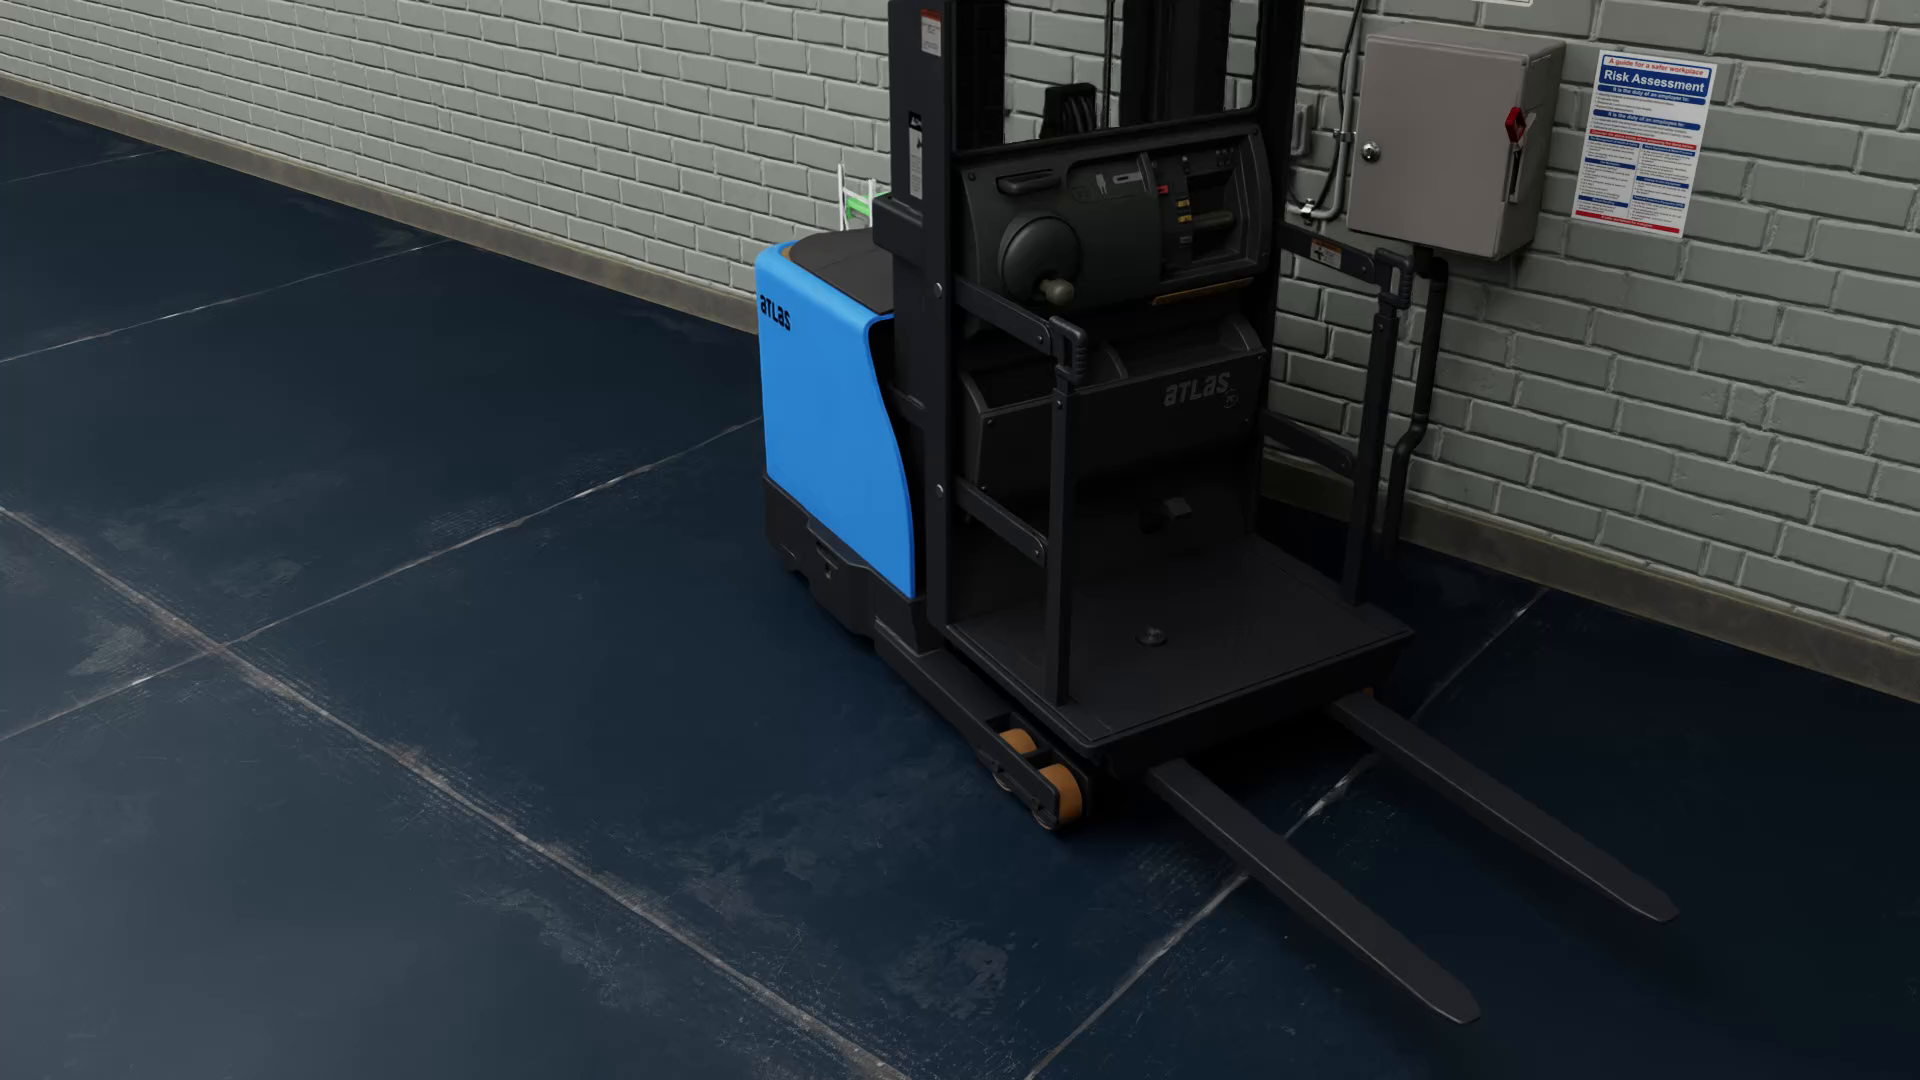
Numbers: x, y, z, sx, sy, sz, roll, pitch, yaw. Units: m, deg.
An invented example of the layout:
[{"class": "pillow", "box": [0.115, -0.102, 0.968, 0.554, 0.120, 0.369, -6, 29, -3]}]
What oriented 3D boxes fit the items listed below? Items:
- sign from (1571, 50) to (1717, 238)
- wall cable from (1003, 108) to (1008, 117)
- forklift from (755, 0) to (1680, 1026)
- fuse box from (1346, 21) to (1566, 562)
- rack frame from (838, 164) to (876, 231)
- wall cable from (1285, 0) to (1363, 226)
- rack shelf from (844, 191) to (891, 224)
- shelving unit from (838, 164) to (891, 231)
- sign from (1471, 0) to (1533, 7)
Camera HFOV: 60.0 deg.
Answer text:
[{"class": "sign", "box": [1.964, -1.142, 4.796, 0.329, 0.494, 0.001, 21, 34, 34]}, {"class": "wall cable", "box": [-0.077, -2.386, 5.957, 0.585, 1.953, 0.123, 21, 34, 34]}, {"class": "forklift", "box": [0.530, -0.797, 4.101, 1.130, 2.935, 3.031, -15, 31, -27]}, {"class": "fuse box", "box": [1.451, -0.682, 5.207, 0.539, 1.711, 0.414, 21, 34, 34]}, {"class": "rack frame", "box": [-0.340, -0.680, 5.758, 0.015, 1.200, 0.240, -15, 31, -27]}, {"class": "wall cable", "box": [1.025, -1.961, 5.171, 0.588, 1.984, 0.122, 21, 34, 34]}, {"class": "rack shelf", "box": [-0.131, -1.107, 5.678, 0.480, 0.148, 0.258, -15, 31, -27]}, {"class": "shelving unit", "box": [-0.131, -0.737, 5.869, 0.503, 1.200, 0.258, -15, 31, -27]}, {"class": "sign", "box": [1.540, -1.711, 4.894, 0.339, 0.242, 0.001, 21, 34, 34]}]
